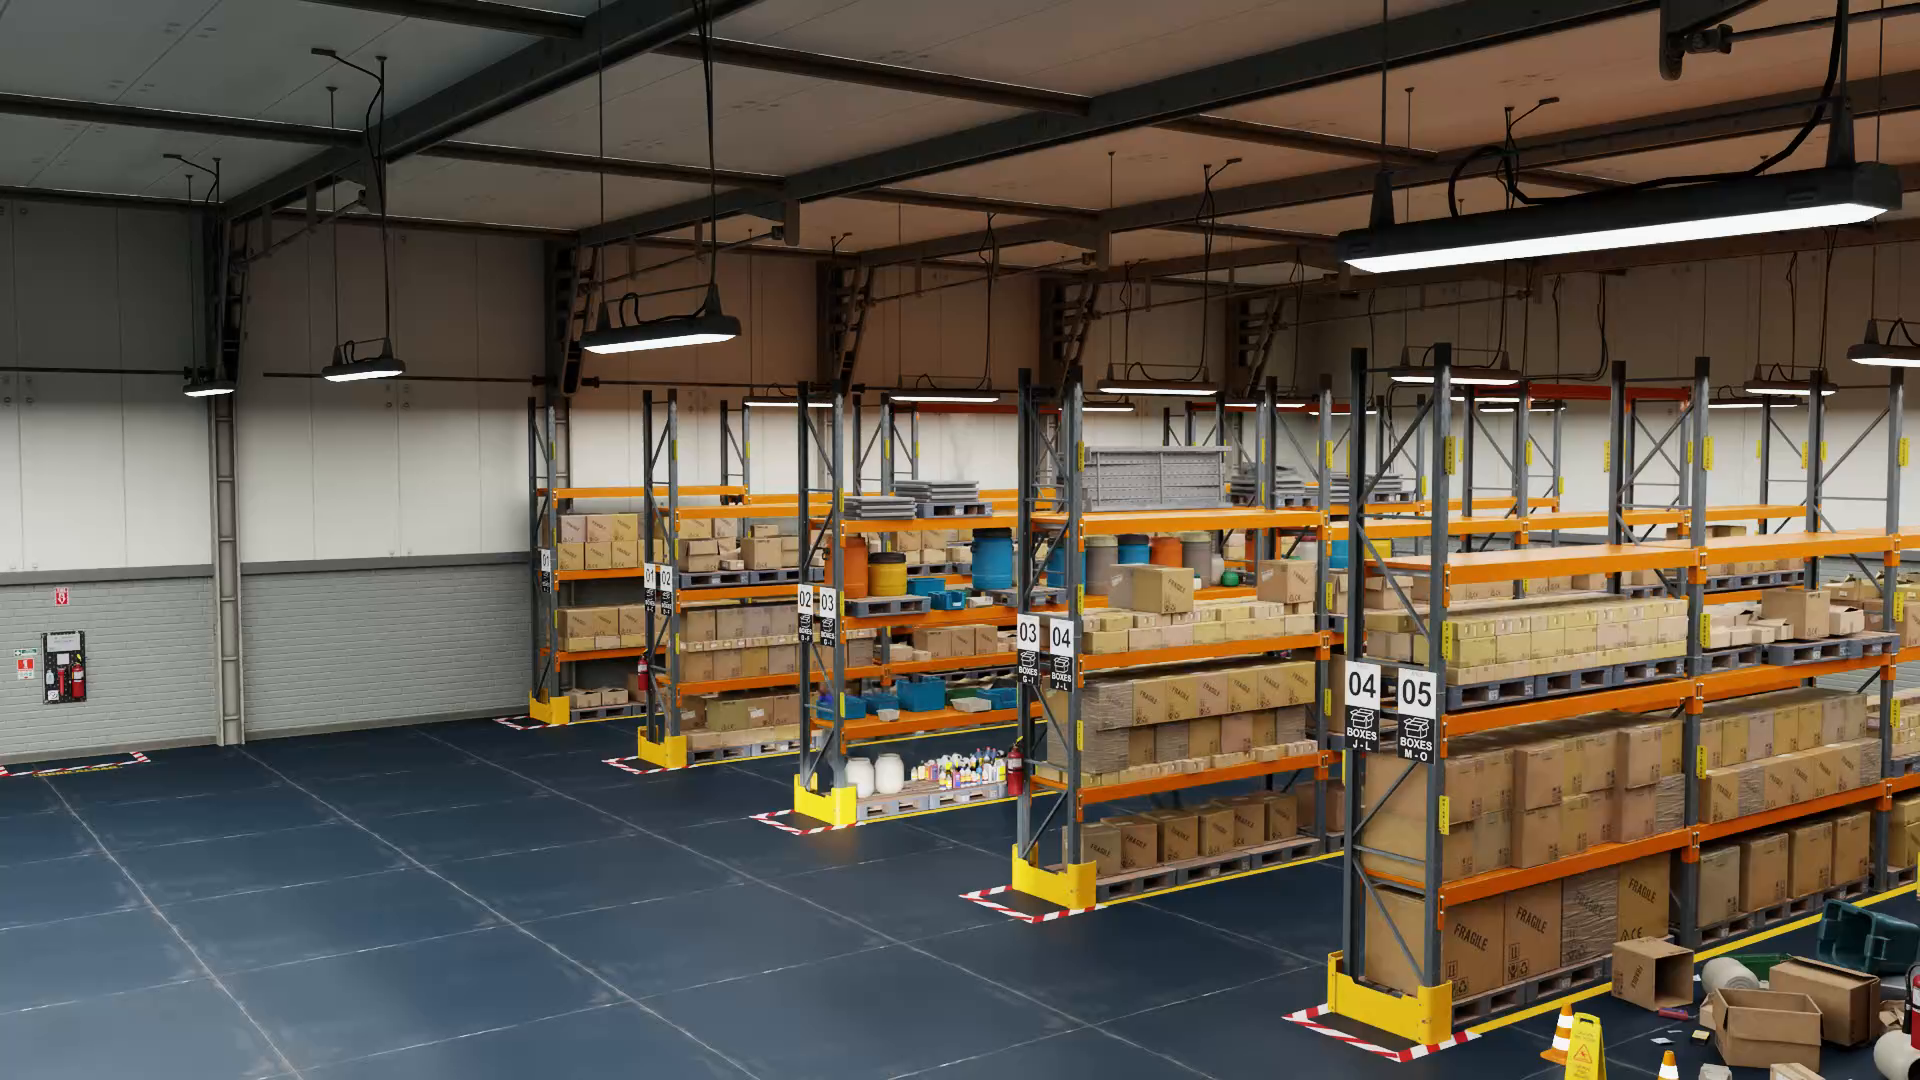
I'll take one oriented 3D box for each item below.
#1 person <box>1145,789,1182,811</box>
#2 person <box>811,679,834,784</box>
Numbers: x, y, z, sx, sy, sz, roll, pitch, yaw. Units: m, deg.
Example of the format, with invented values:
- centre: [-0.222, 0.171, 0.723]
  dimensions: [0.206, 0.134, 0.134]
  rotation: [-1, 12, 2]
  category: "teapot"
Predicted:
- centre: [2.766, 2.972, 22.421]
  dimensions: [0.749, 1.765, 0.680]
  rotation: [-3, 5, -45]
  category: "person"
- centre: [-1.986, 2.884, 25.005]
  dimensions: [0.647, 1.604, 0.564]
  rotation: [-3, 5, -44]
  category: "person"
